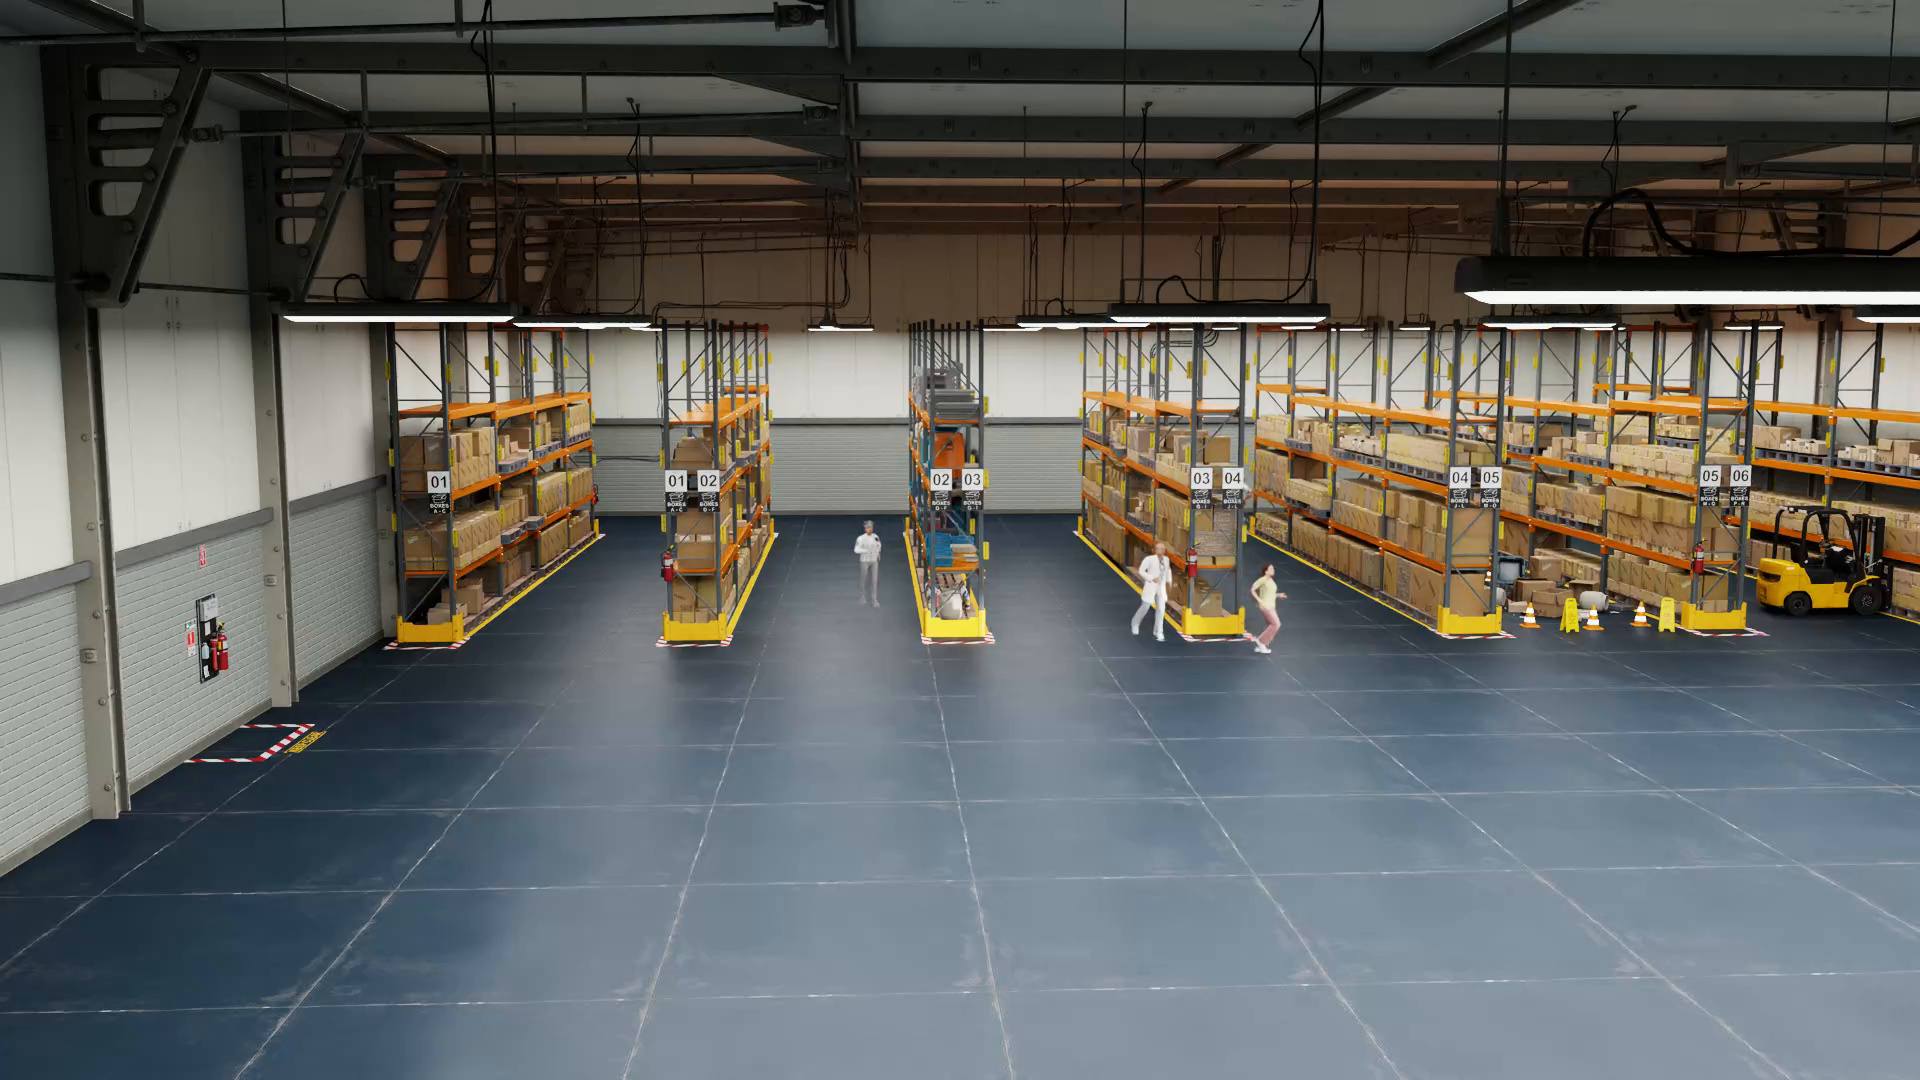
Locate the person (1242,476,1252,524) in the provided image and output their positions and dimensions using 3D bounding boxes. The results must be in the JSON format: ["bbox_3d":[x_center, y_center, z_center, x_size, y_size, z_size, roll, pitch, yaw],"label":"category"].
[{"bbox_3d":[8.162,-1.098,48.696,0.910,1.622,0.686,-4,8,-30],"label":"person"}]

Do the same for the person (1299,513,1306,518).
[{"bbox_3d":[9.829,-1.190,48.880,0.757,1.761,0.931,-6,9,-39],"label":"person"}]

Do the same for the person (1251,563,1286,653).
[{"bbox_3d":[5.562,1.224,29.862,0.541,1.632,0.584,5,8,34],"label":"person"}]

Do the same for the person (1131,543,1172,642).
[{"bbox_3d":[3.725,0.954,31.496,0.770,1.800,0.958,-3,8,-23],"label":"person"}]

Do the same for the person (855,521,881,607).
[{"bbox_3d":[-1.802,0.475,33.239,0.616,1.740,0.791,-3,7,-20],"label":"person"}]
